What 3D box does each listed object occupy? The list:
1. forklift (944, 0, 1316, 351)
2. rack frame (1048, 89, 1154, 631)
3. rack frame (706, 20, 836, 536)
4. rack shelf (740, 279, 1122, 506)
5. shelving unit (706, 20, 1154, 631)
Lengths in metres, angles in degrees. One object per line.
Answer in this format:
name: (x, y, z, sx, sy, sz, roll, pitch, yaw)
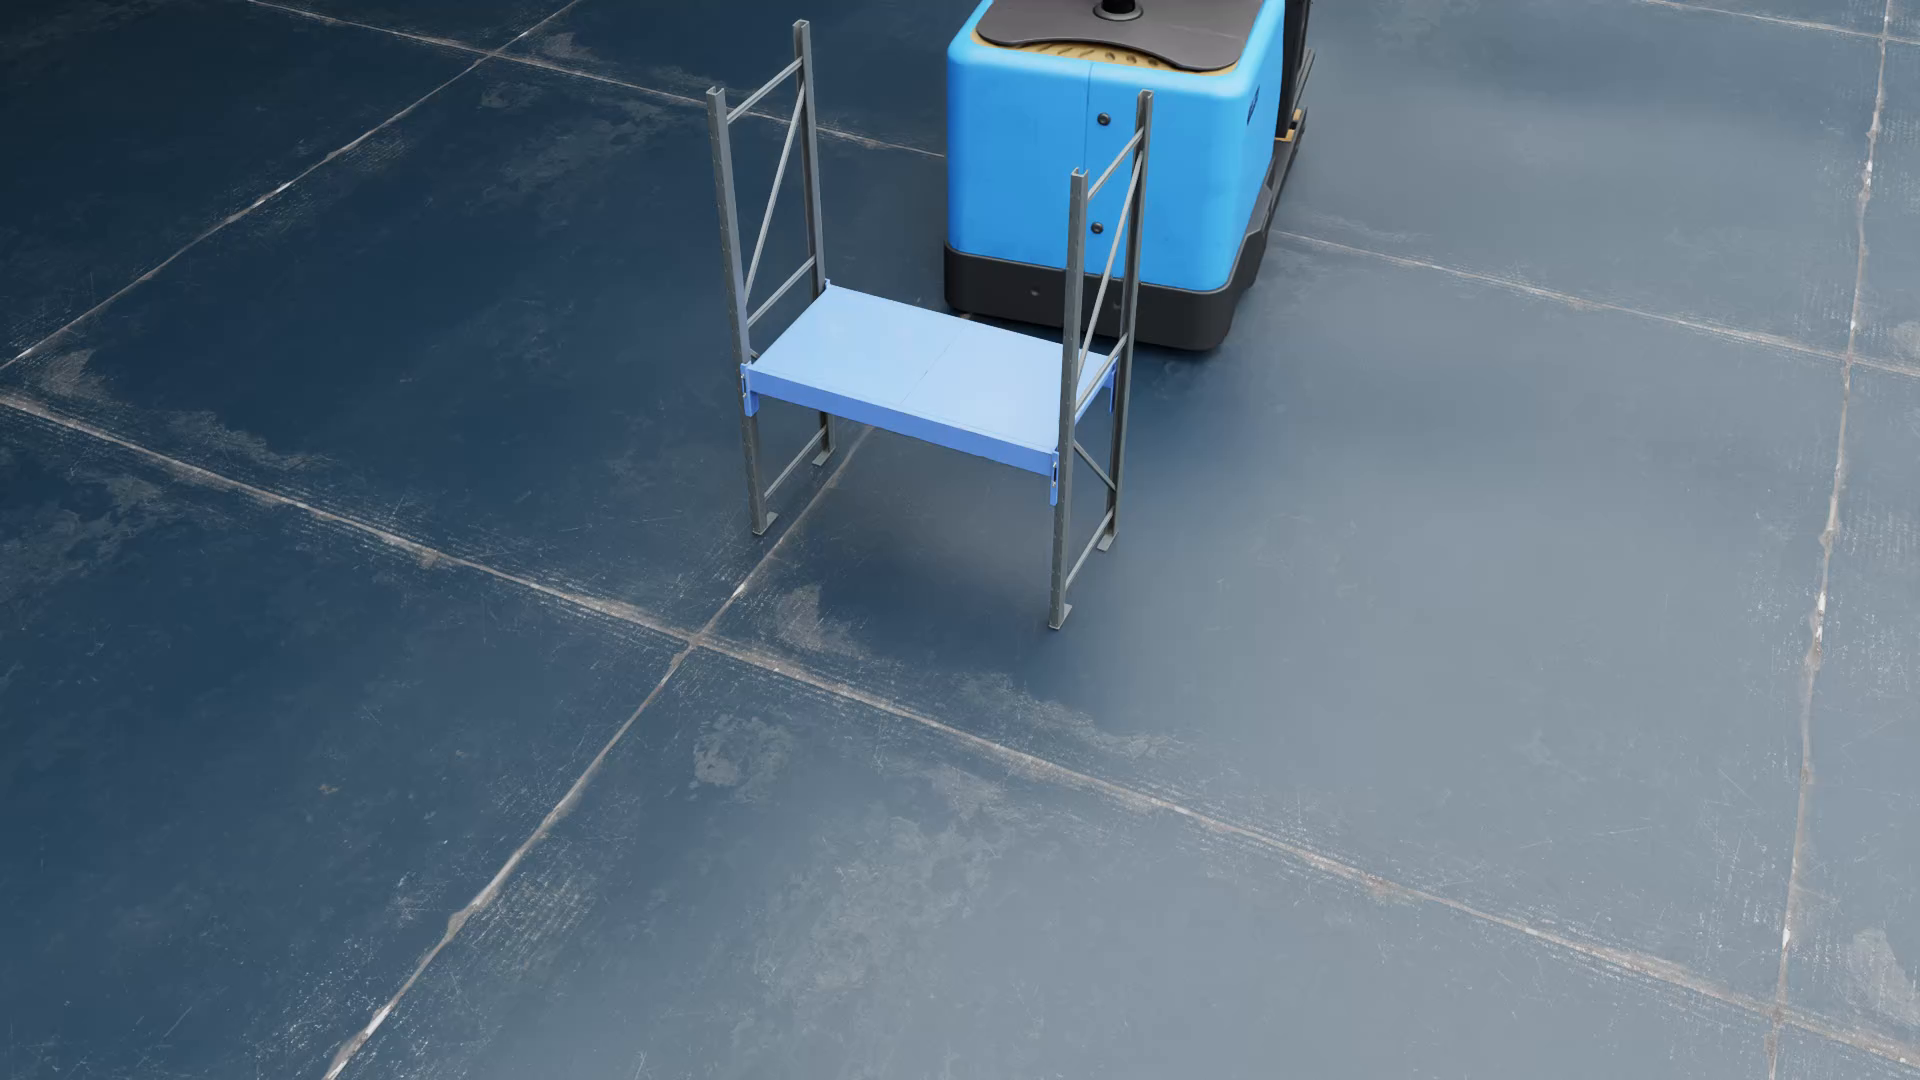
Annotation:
forklift: (0.868, -2.757, 6.193, 1.130, 2.935, 3.031, 12, 42, 13)
rack frame: (0.383, -0.450, 4.624, 0.032, 1.500, 0.500, 17, 44, 19)
rack frame: (-0.538, -0.731, 4.948, 0.032, 1.500, 0.500, 17, 44, 19)
rack shelf: (-0.077, -0.454, 4.904, 1.000, 0.185, 0.538, 17, 44, 19)
shelving unit: (-0.077, -0.590, 4.786, 1.048, 1.500, 0.538, 17, 44, 19)
